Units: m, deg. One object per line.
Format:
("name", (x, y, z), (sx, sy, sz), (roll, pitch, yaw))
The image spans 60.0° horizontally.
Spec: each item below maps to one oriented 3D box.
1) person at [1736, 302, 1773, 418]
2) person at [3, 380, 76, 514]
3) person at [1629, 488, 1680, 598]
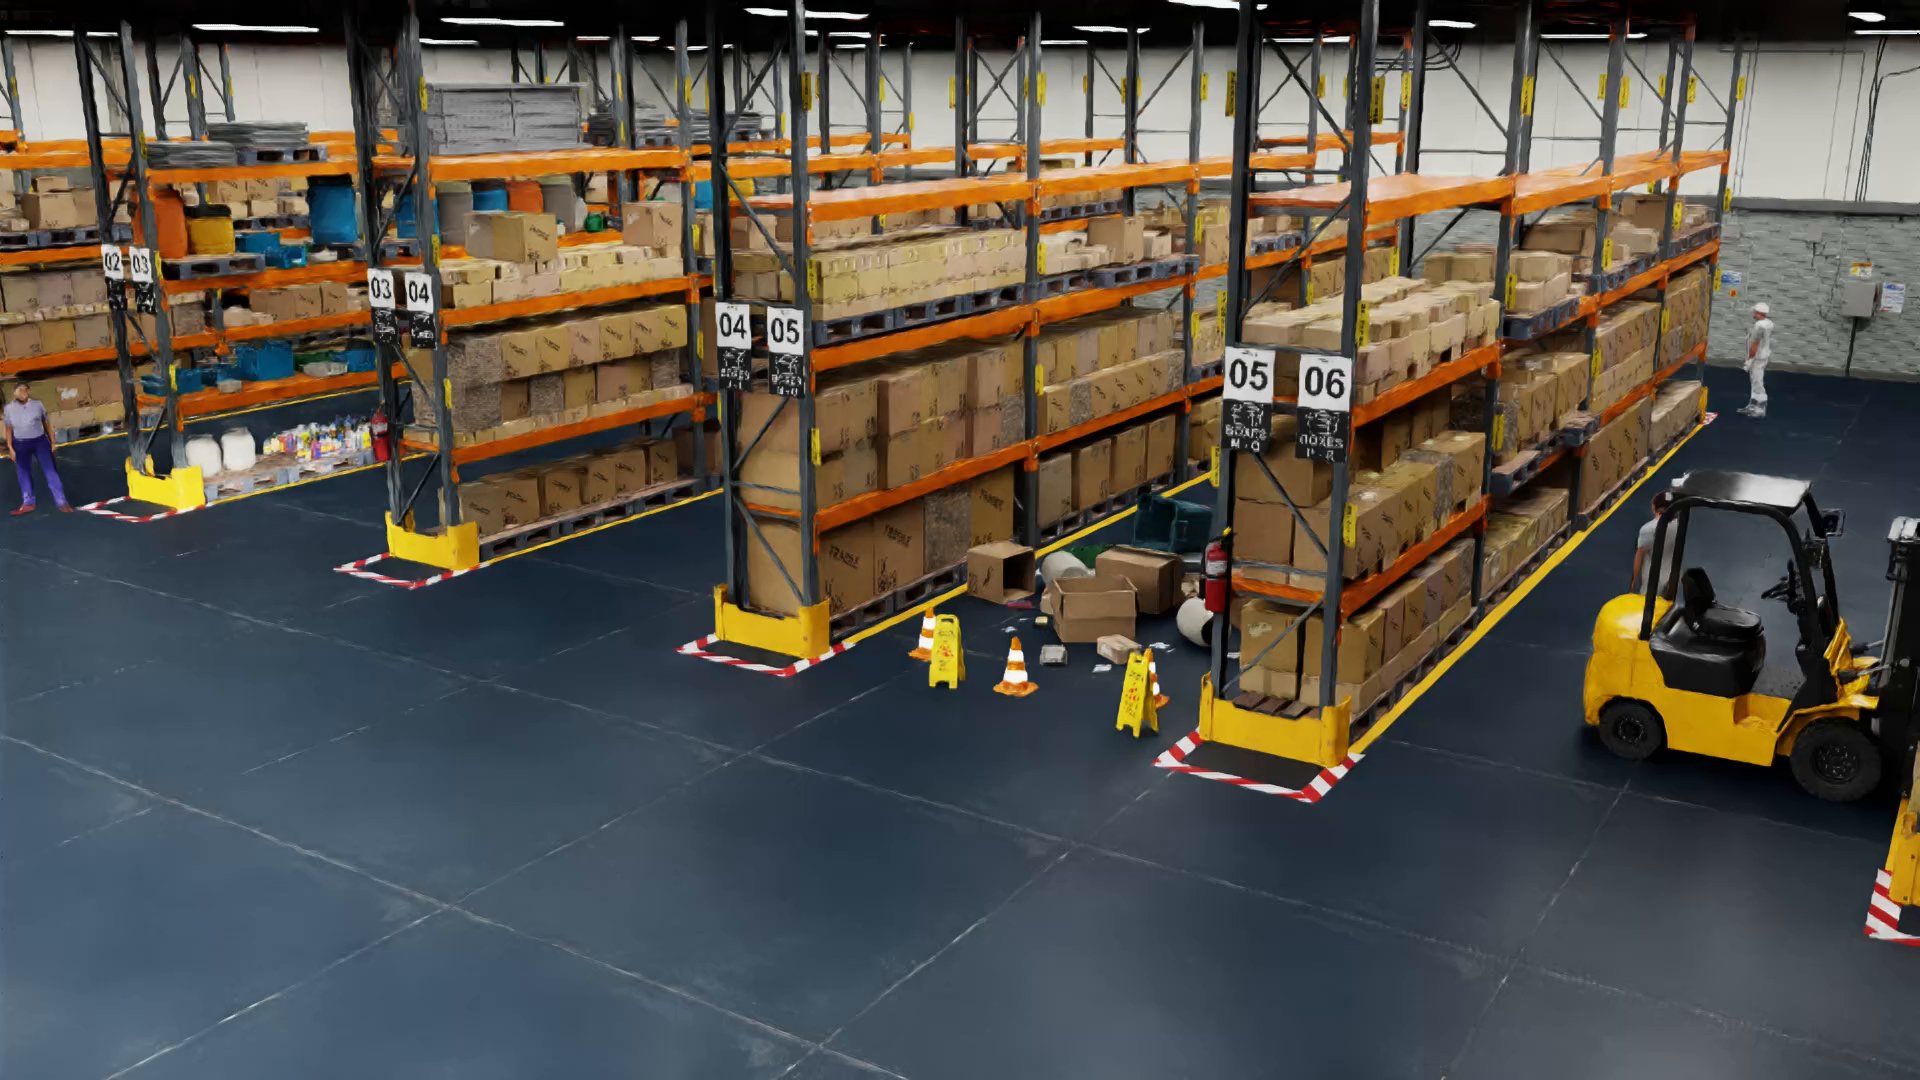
("person", (12.481, -2.827, 26.035), (0.478, 1.790, 0.611), (12, 20, 37))
("person", (-11.237, -1.081, 20.206), (0.713, 1.539, 0.527), (-7, 17, -25))
("person", (6.157, 0.346, 14.804), (0.562, 1.668, 0.558), (-8, 17, -26))
